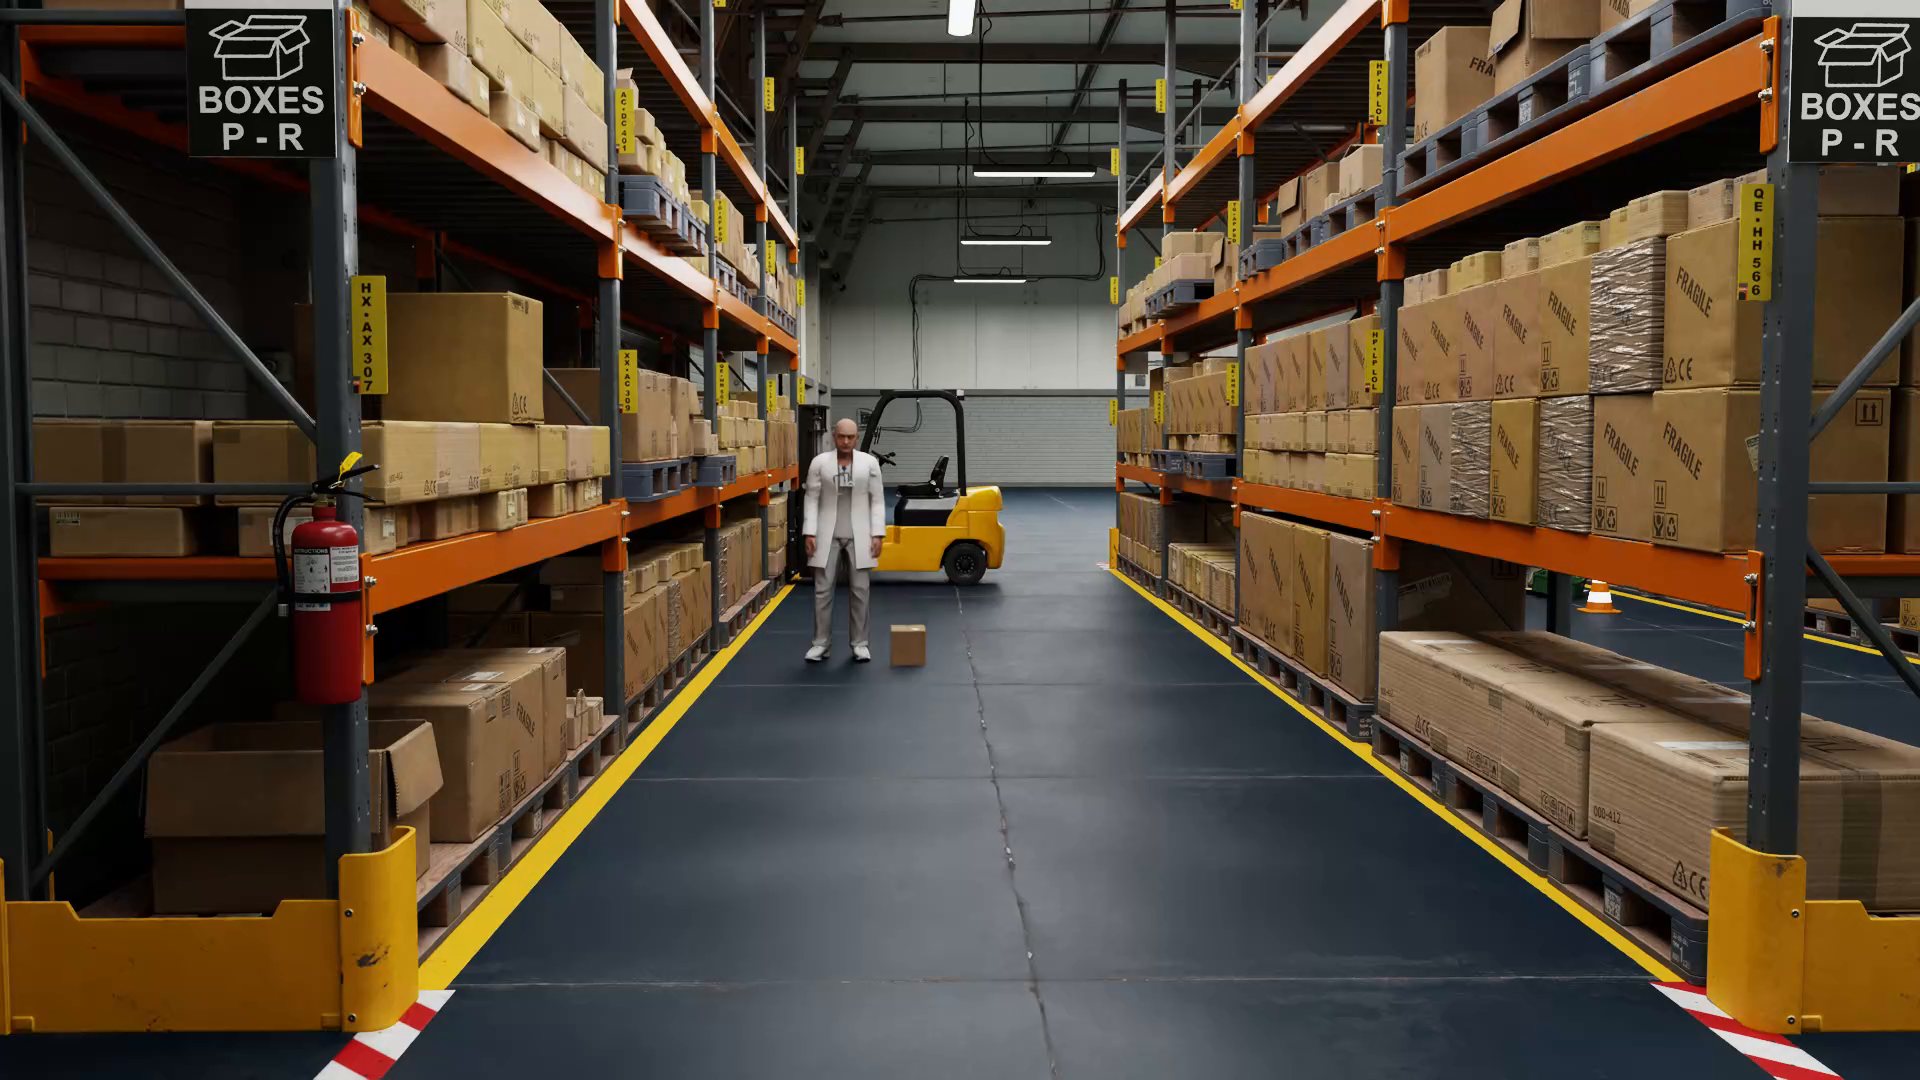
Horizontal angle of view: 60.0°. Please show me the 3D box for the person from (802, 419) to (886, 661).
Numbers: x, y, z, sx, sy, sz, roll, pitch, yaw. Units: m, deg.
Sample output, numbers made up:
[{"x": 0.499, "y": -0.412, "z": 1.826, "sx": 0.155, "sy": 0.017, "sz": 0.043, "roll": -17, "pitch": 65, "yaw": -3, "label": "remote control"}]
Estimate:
[{"x": -0.855, "y": -0.005, "z": 12.265, "sx": 0.622, "sy": 1.774, "sz": 0.426, "roll": 0, "pitch": 4, "yaw": -2, "label": "person"}]
